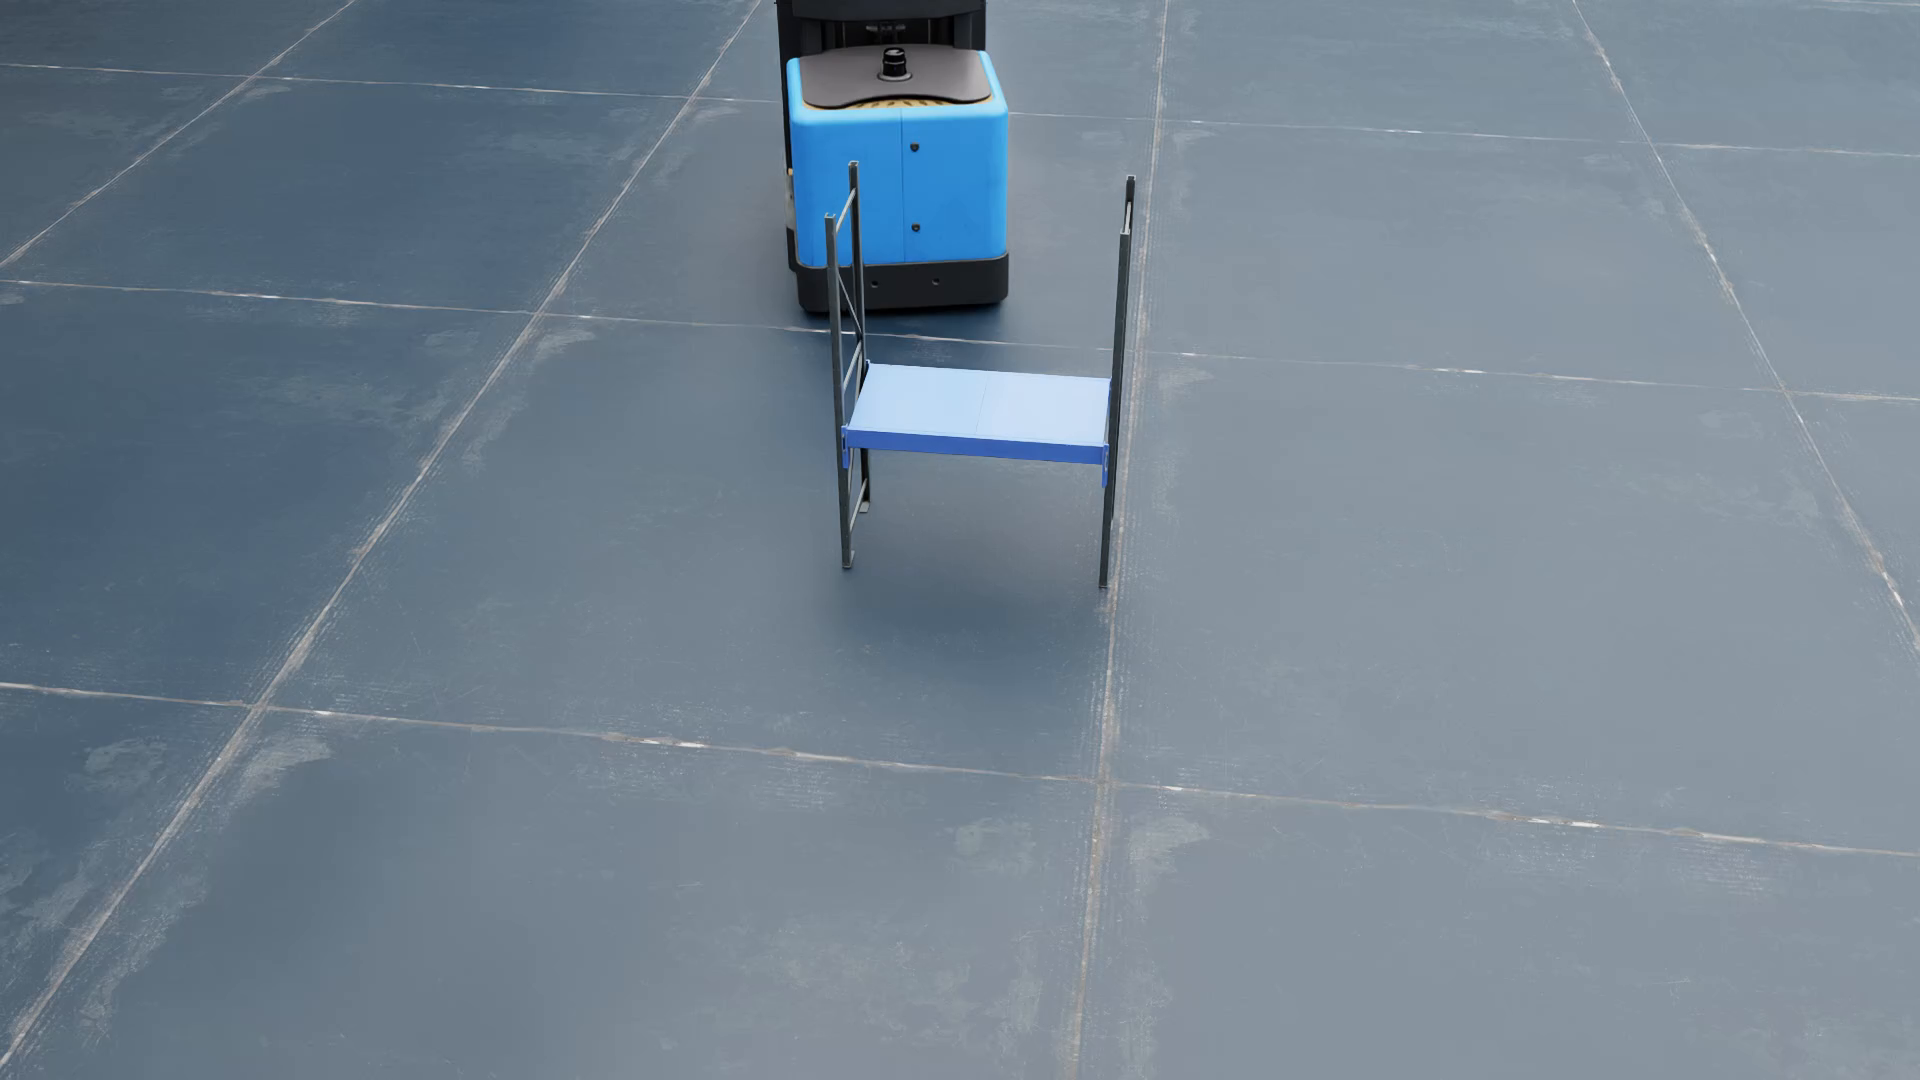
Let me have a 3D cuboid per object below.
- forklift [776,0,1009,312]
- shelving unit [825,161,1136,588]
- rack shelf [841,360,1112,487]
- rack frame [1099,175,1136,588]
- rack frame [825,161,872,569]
[{"bbox_3d":[-0.436,-3.160,8.654,1.130,2.935,3.031,-4,36,-5],"label":"forklift"},{"bbox_3d":[0.085,-0.604,6.305,1.048,1.500,0.538,4,36,6],"label":"shelving unit"},{"bbox_3d":[0.085,-0.458,6.410,1.000,0.185,0.538,4,36,6],"label":"rack shelf"},{"bbox_3d":[0.589,-0.567,6.253,0.032,1.500,0.500,4,36,6],"label":"rack frame"},{"bbox_3d":[-0.420,-0.642,6.358,0.032,1.500,0.500,4,36,6],"label":"rack frame"}]
